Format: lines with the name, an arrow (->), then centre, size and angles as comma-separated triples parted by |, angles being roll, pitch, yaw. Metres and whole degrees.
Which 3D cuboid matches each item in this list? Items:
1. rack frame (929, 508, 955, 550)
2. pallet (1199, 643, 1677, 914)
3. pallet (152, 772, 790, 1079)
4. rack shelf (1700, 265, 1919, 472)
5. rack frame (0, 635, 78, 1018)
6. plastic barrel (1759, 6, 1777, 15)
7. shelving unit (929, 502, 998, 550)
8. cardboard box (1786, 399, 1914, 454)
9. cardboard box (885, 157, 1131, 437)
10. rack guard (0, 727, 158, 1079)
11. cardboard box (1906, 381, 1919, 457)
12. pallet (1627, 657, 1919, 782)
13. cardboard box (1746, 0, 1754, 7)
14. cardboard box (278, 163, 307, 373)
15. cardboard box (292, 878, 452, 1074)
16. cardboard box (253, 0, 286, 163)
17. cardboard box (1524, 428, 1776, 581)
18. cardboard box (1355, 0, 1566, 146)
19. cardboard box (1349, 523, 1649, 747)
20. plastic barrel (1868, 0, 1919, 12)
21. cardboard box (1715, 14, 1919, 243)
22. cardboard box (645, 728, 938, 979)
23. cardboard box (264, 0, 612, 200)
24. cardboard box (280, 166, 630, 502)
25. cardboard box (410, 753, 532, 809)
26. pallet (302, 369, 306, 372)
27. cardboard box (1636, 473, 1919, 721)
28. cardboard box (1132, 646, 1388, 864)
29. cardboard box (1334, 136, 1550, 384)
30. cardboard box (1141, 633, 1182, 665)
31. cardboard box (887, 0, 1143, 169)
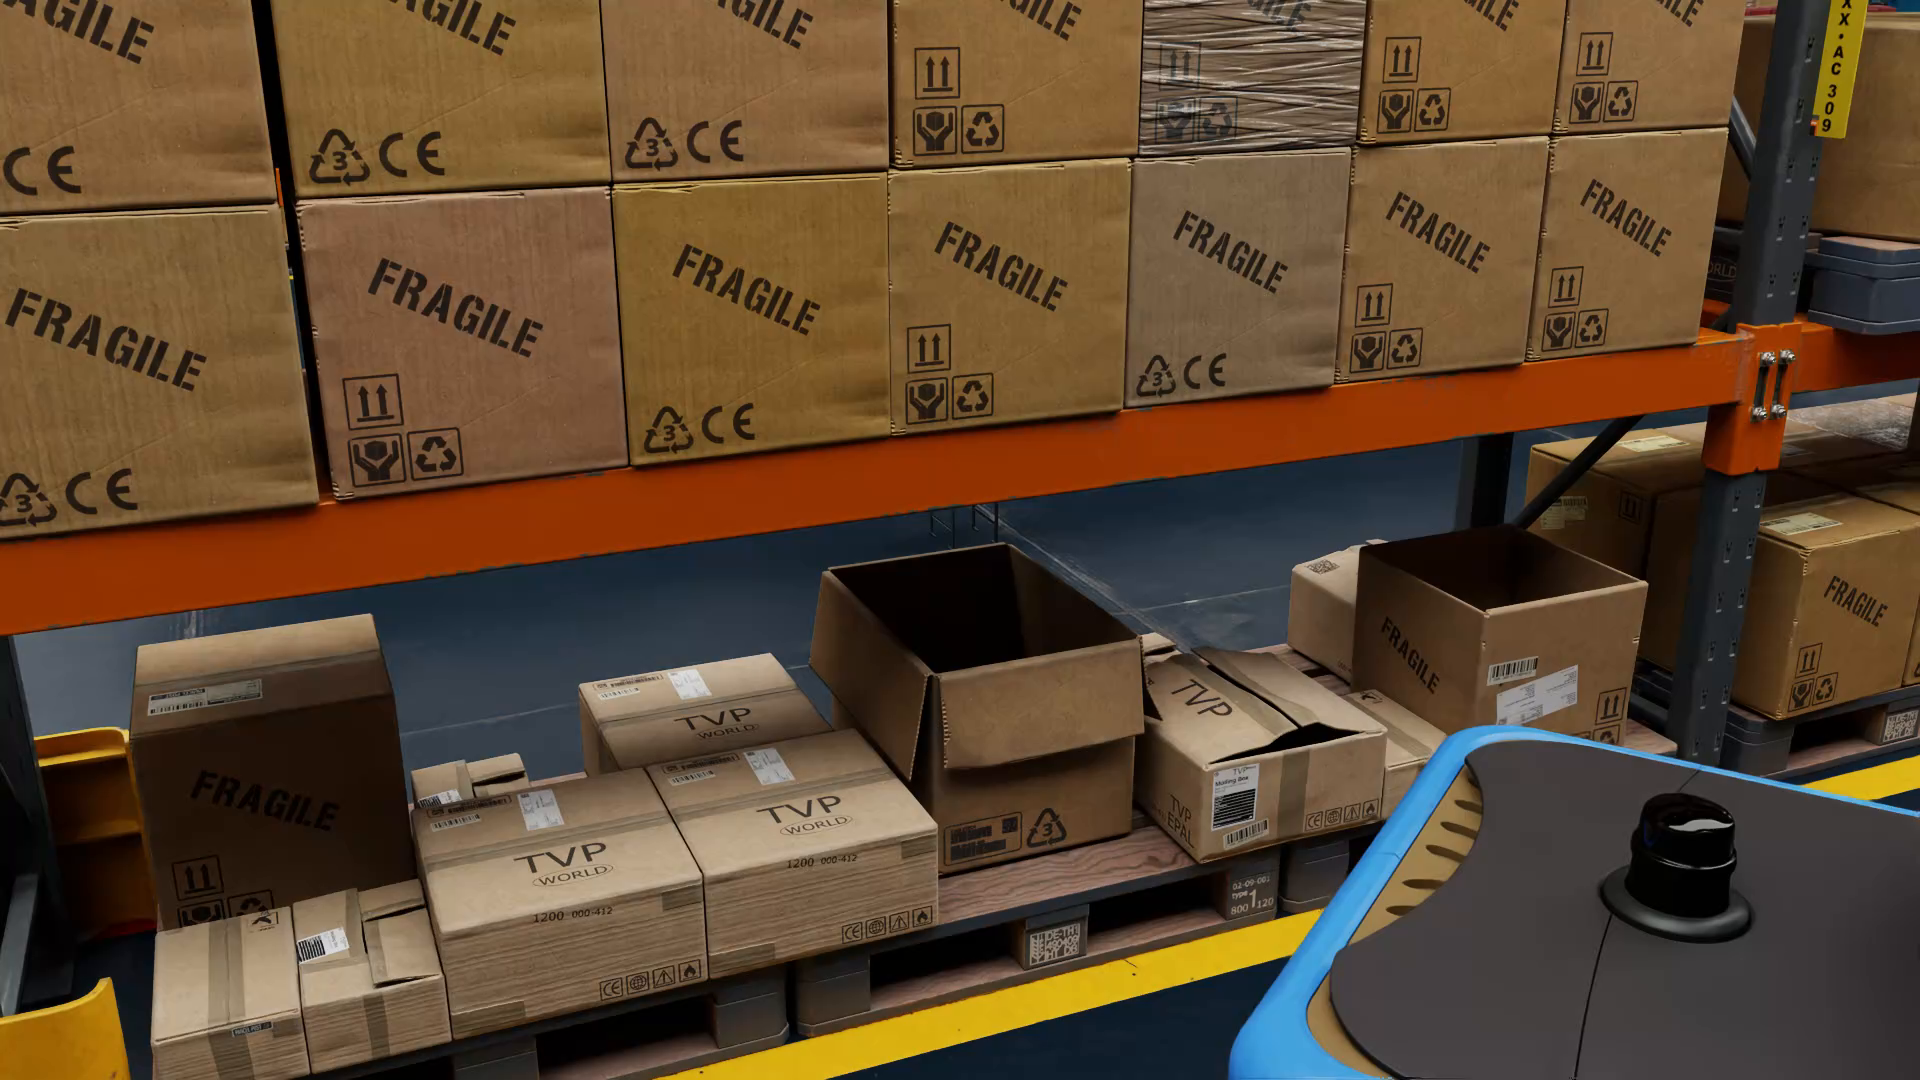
rack frame -> -0.071, -0.556, 6.294 | 0.006, 1.200, 0.240 | -8, 21, -22
pallet -> 1.140, 0.567, 4.594 | 1.213, 0.211, 1.003 | -8, 21, -22
pallet -> -1.100, 0.888, 3.682 | 1.213, 0.211, 1.003 | -8, 21, -22
rack shelf -> 3.608, -0.762, 5.253 | 4.000, 0.370, 1.077 | -8, 21, -22
rack frame -> -1.902, -0.312, 2.892 | 0.127, 3.000, 1.000 | -8, 21, -22
plastic barrel -> 5.519, -3.310, 11.203 | 0.433, 0.535, 0.433 | 0, 19, 0
shelving unit -> 0.013, -0.568, 6.328 | 0.189, 1.200, 0.258 | -8, 21, -22
cardboard box -> 3.029, -0.147, 5.526 | 0.500, 0.500, 0.500 | -8, 21, -21
cardboard box -> 0.004, -0.537, 3.381 | 0.500, 0.500, 0.500 | -8, 21, -21
rack guard -> -1.832, 0.857, 3.336 | 0.348, 0.500, 1.175 | -8, 21, -22
cardboard box -> 3.230, -0.341, 4.947 | 0.500, 0.250, 0.500 | -8, 21, -22
pallet -> 2.503, 0.358, 5.186 | 1.213, 0.211, 1.003 | -8, 21, -22
cardboard box -> 7.466, -5.407, 16.763 | 0.500, 0.500, 0.875 | -8, 21, -22
cardboard box -> -1.123, -0.571, 3.475 | 0.500, 0.500, 0.500 | -8, 21, -21
cardboard box -> -1.151, 0.834, 3.242 | 0.250, 0.166, 0.380 | -8, 21, -22
cardboard box -> -1.138, -1.040, 3.303 | 0.500, 0.500, 0.500 | -8, 21, -20
cardboard box -> 2.111, -0.019, 5.161 | 0.500, 0.500, 0.500 | -8, 21, -22
cardboard box -> 0.940, -1.143, 3.597 | 0.500, 0.500, 0.500 | -9, 21, -23
cardboard box -> 1.360, 0.295, 4.270 | 0.500, 0.500, 0.500 | -8, 21, -22
plastic barrel -> 6.684, -3.680, 11.702 | 0.708, 0.901, 0.600 | -8, 21, -22
cardboard box -> 2.295, -1.078, 4.283 | 0.500, 0.500, 0.700 | -17, 26, -40
cardboard box -> -0.372, 0.661, 3.607 | 0.500, 0.250, 0.500 | -8, 21, -22
cardboard box -> -0.913, -0.880, 2.849 | 0.500, 0.500, 0.500 | -8, 21, -21
cardboard box -> -0.918, -0.407, 3.010 | 0.500, 0.500, 0.500 | -8, 21, -22
cardboard box -> -1.092, 0.644, 3.779 | 0.250, 0.166, 0.380 | -8, 21, -22
pallet -> -3.088, -0.605, 7.921 | 1.213, 0.211, 1.003 | -8, 21, -22
cardboard box -> 2.312, 0.144, 4.698 | 0.500, 0.500, 0.500 | -9, 21, -24
cardboard box -> 0.672, 0.482, 4.021 | 0.500, 0.311, 0.500 | -8, 21, -22
cardboard box -> 0.941, -0.673, 3.767 | 0.500, 0.500, 0.500 | -8, 21, -20
cardboard box -> 0.510, 0.397, 4.483 | 0.250, 0.166, 0.380 | -8, 21, -22
cardboard box -> 0.015, -1.011, 3.222 | 0.500, 0.500, 0.500 | -8, 21, -22
